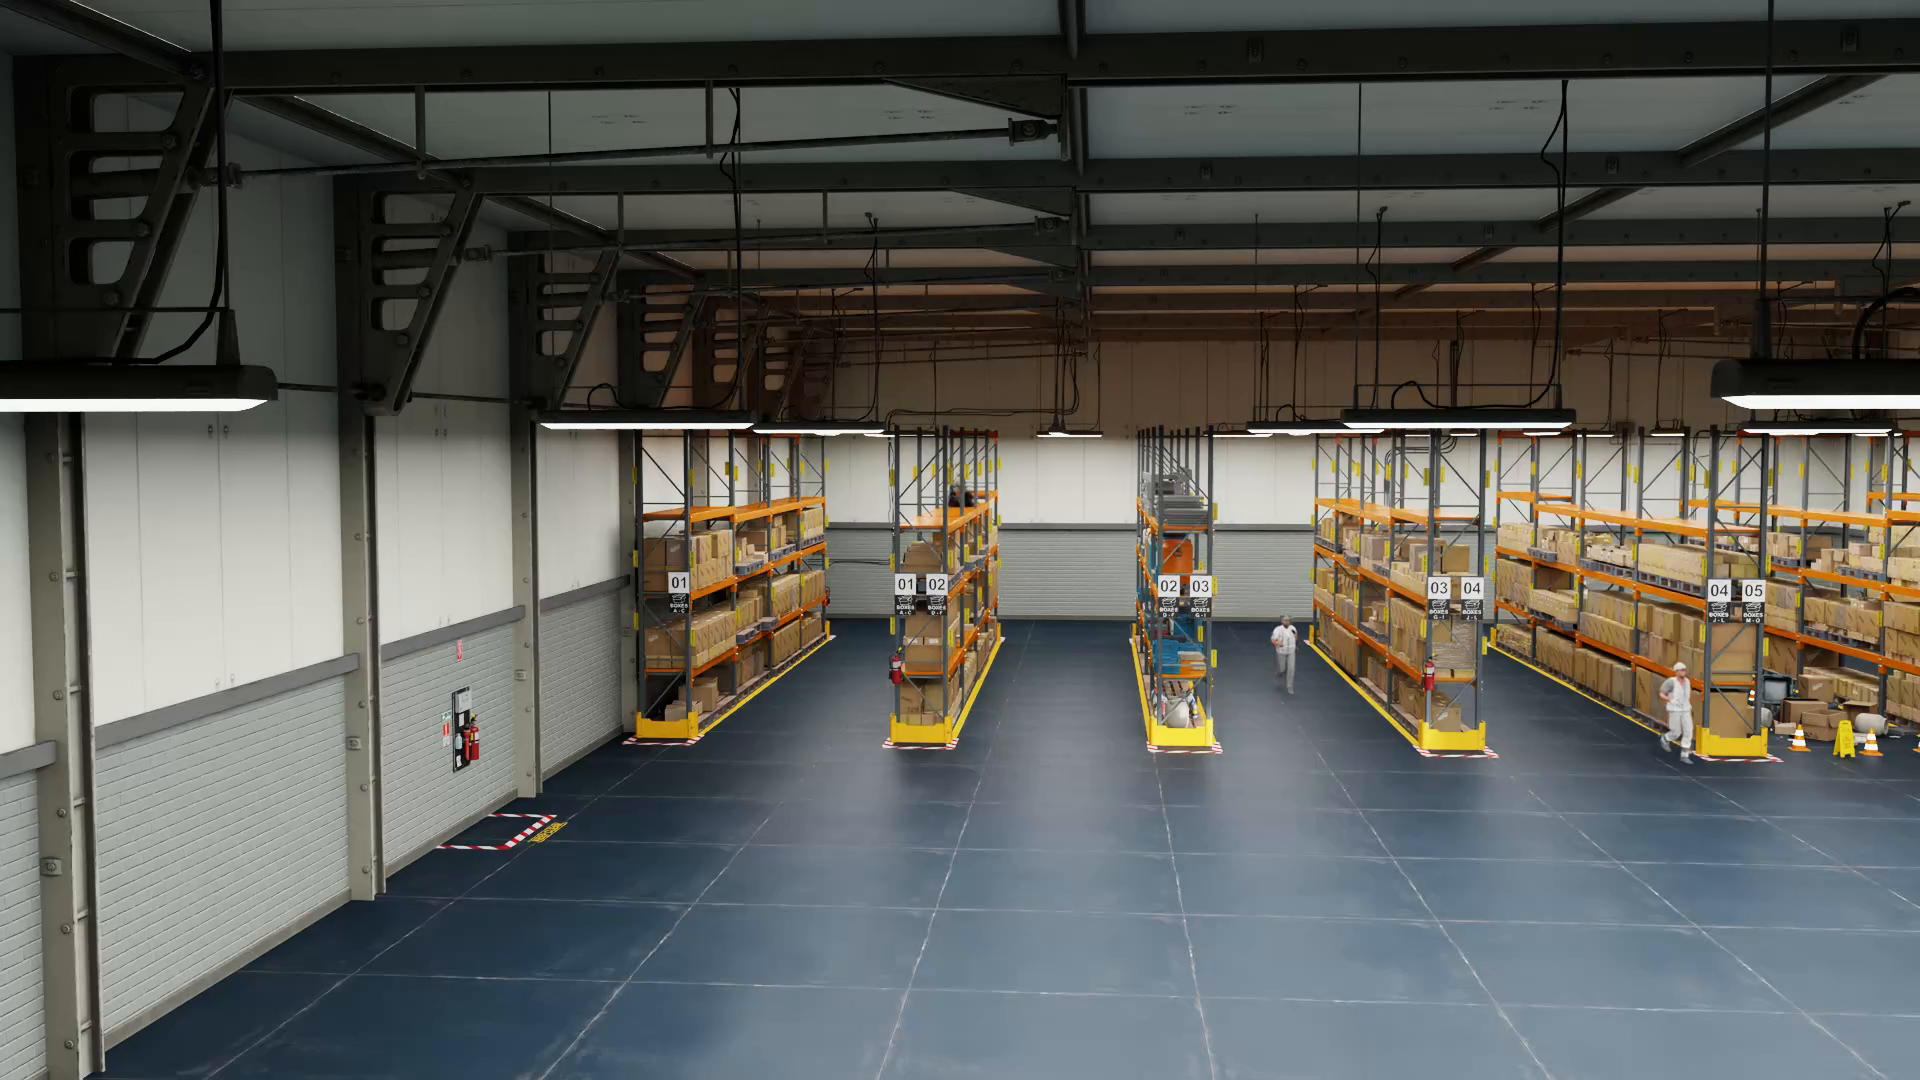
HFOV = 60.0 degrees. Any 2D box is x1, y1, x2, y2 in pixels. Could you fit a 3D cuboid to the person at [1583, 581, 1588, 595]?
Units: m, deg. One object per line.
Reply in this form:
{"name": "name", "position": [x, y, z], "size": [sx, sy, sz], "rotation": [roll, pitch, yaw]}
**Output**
{"name": "person", "position": [17.672, 1.999, 47.427], "size": [0.571, 1.722, 0.709], "rotation": [0, 3, 7]}

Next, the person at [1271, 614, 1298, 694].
{"name": "person", "position": [7.418, 2.567, 37.901], "size": [0.664, 1.790, 0.944], "rotation": [0, 3, -4]}

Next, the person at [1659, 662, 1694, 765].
{"name": "person", "position": [12.797, 3.064, 29.670], "size": [0.696, 1.778, 0.837], "rotation": [-1, 3, -11]}
